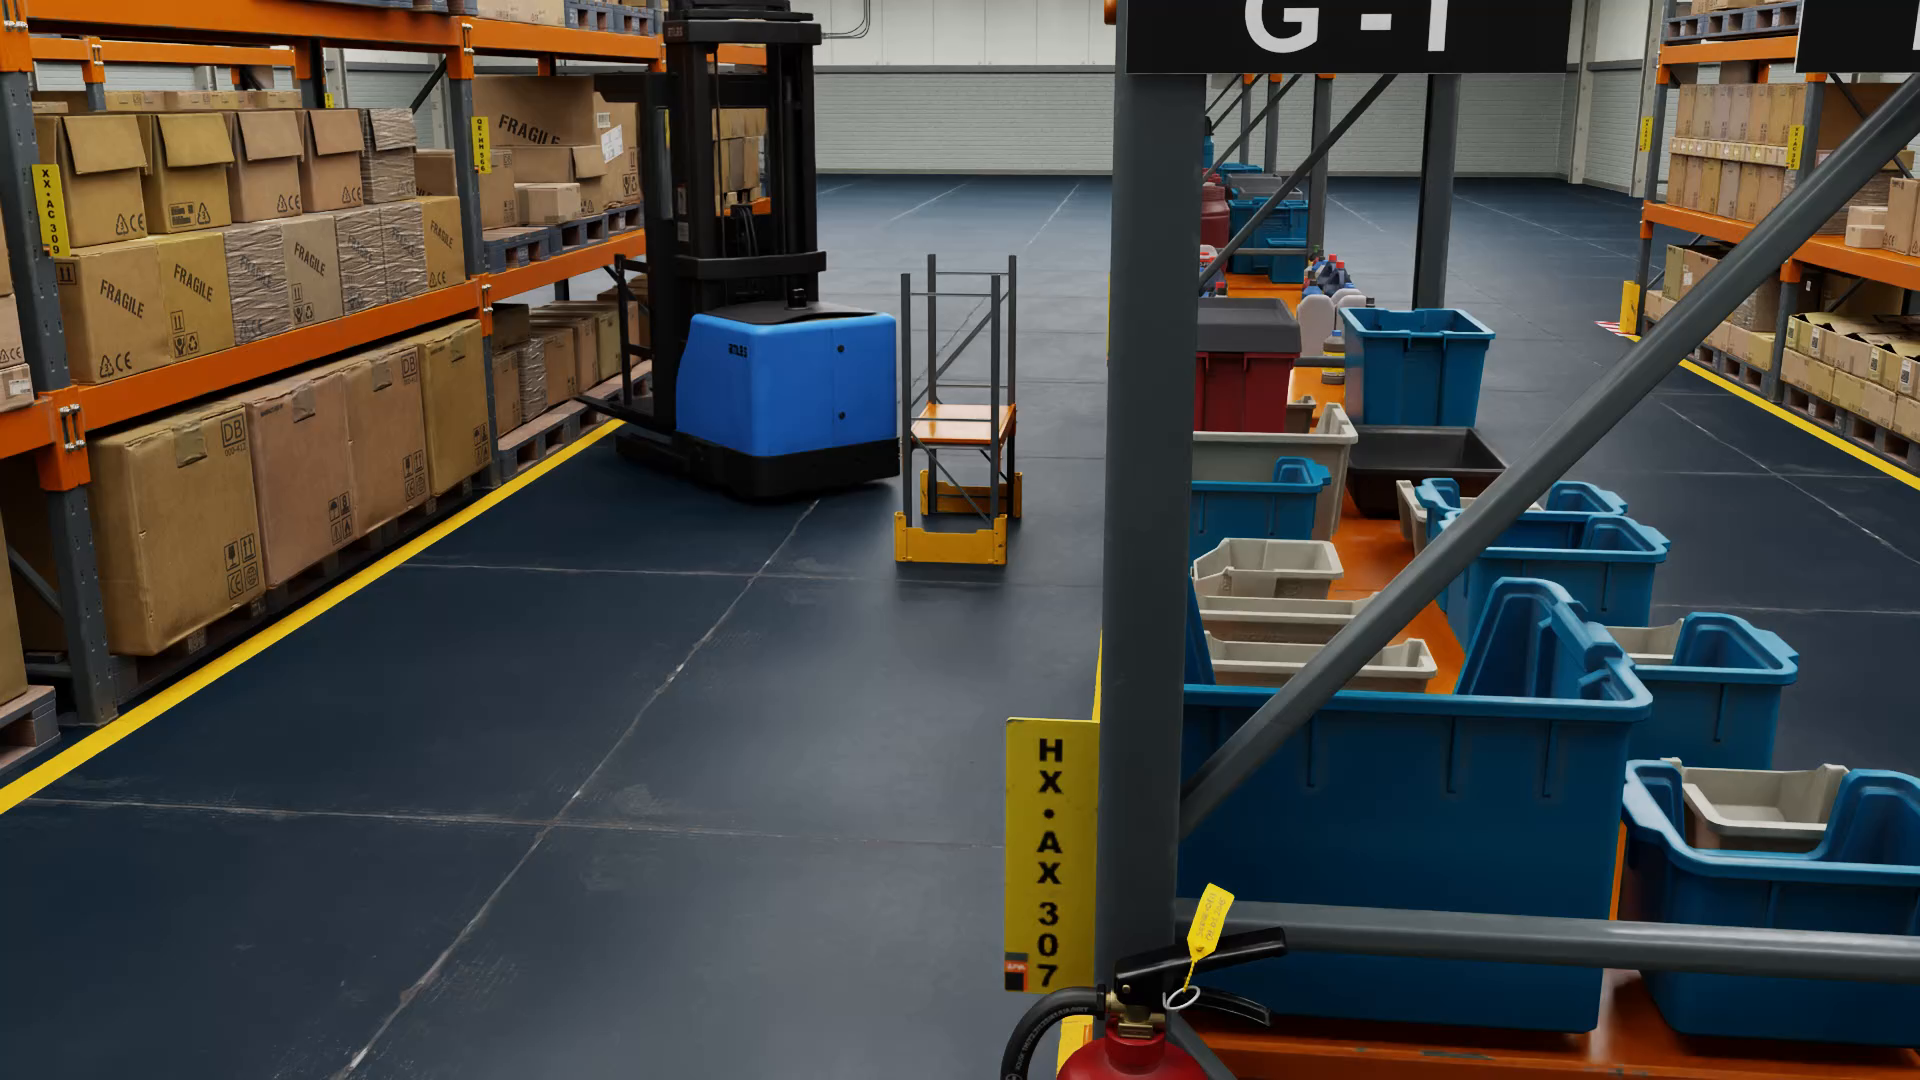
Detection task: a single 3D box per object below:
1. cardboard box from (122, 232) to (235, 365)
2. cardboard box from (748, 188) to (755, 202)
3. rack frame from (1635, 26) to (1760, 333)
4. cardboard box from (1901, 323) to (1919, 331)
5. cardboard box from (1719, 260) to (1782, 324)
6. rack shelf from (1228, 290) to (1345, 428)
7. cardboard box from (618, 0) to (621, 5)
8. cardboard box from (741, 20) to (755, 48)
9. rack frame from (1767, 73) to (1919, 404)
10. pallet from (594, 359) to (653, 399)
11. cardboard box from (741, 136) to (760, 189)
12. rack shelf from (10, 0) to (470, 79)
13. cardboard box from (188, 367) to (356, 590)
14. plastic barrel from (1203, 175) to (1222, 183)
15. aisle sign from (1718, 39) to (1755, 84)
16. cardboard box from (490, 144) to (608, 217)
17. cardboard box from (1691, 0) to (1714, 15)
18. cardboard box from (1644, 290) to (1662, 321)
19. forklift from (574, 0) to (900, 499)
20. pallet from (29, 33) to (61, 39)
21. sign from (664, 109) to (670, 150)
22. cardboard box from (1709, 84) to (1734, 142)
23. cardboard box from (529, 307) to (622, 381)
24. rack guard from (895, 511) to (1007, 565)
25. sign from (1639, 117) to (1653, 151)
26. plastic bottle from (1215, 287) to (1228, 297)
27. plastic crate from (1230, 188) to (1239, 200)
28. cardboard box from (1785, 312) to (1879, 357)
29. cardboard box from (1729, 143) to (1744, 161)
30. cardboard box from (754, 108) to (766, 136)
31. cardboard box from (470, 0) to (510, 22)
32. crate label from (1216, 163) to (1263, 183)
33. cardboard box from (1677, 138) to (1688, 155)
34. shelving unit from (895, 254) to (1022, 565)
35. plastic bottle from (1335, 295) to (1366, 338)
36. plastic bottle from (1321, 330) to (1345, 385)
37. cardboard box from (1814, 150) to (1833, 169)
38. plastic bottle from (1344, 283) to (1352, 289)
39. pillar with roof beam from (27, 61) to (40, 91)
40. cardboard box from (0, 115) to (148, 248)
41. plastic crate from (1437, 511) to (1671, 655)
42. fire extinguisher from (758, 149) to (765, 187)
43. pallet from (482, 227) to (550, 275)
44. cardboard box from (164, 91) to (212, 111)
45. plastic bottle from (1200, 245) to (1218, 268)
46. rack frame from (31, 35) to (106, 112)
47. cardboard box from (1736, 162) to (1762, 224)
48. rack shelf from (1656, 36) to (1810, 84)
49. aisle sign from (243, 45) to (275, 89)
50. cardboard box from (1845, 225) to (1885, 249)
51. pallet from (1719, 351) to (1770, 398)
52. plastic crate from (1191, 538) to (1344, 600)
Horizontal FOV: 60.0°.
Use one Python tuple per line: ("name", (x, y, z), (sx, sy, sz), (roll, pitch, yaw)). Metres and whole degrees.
("cardboard box", (-3.466, -1.035, 7.050), (0.500, 0.500, 0.500), (2, 15, 6))
("cardboard box", (-2.301, -3.524, 16.928), (0.380, 0.149, 0.250), (2, 15, 6))
("rack frame", (7.375, -3.563, 16.594), (1.000, 3.000, 0.127), (2, 15, 6))
("cardboard box", (7.110, -1.424, 12.069), (0.500, 0.311, 0.500), (2, 15, 8))
("cardboard box", (6.879, -2.149, 14.390), (0.500, 0.500, 0.500), (2, 15, 6))
("rack shelf", (1.325, -0.769, 7.639), (1.077, 0.370, 4.000), (2, 15, 6))
("cardboard box", (-3.049, -4.546, 14.006), (0.380, 0.149, 0.250), (2, 15, 7))
("cardboard box", (-2.323, -4.970, 16.335), (0.500, 0.250, 0.500), (2, 15, 7))
("rack frame", (6.923, -2.526, 12.757), (1.000, 3.000, 0.127), (2, 15, 6))
("pallet", (-3.006, -1.271, 13.457), (1.003, 0.211, 1.213), (2, 15, 6))
("cardboard box", (-2.494, -3.773, 16.607), (0.875, 0.500, 0.500), (2, 15, 6))
("rack shelf", (-3.596, -2.363, 7.787), (1.077, 0.370, 4.000), (2, 15, 6))
("cardboard box", (-3.670, -0.319, 7.862), (1.225, 0.875, 0.875), (1, 15, 4))
("plastic barrel", (1.545, -2.194, 11.270), (0.433, 0.535, 0.433), (0, 15, 0))
("aisle sign", (7.674, -4.827, 16.286), (0.394, 0.787, 0.004), (2, 15, 6))
("cardboard box", (-3.023, -2.619, 12.099), (0.797, 0.503, 0.637), (3, 15, 12))
("cardboard box", (7.306, -5.183, 15.565), (0.797, 0.503, 0.637), (3, 15, 10))
("cardboard box", (7.093, -2.306, 16.408), (0.500, 0.250, 0.500), (2, 15, 6))
("forklift", (-1.661, -1.987, 10.897), (1.130, 2.935, 3.031), (-11, 19, -35))
("pallet", (-7.891, -4.107, 13.226), (0.805, 0.209, 1.217), (1, 15, 4))
("sign", (-2.367, -3.362, 13.632), (0.100, 0.325, 0.005), (2, 15, 6))
("cardboard box", (7.193, -3.836, 14.926), (0.700, 0.500, 0.500), (2, 15, 6))
("cardboard box", (-3.082, -1.543, 13.067), (0.700, 0.500, 0.500), (2, 15, 6))
("rack guard", (-0.048, -0.011, 8.725), (0.587, 0.250, 0.087), (2, 15, 6))
("sign", (6.824, -4.037, 16.537), (0.100, 0.325, 0.005), (2, 15, 6))
("plastic bottle", (1.021, -0.818, 6.535), (0.144, 0.351, 0.185), (2, 15, 6))
("plastic crate", (2.187, -2.370, 12.211), (0.392, 0.384, 0.575), (2, 15, 6))
("cardboard box", (6.629, -1.572, 12.619), (0.500, 0.311, 0.500), (2, 15, 6))
("cardboard box", (6.913, -3.362, 14.417), (0.380, 0.149, 0.250), (2, 15, 8))
("cardboard box", (-2.284, -4.381, 16.940), (0.500, 0.500, 0.500), (2, 15, 6))
("cardboard box", (-3.065, -3.271, 10.054), (0.500, 0.250, 0.500), (2, 15, 7))
("crate label", (2.514, -3.242, 15.338), (0.502, 0.435, 0.616), (2, 15, 6))
("cardboard box", (7.089, -3.761, 15.890), (0.380, 0.149, 0.250), (1, 15, 5))
("shelving unit", (0.009, -0.744, 9.039), (0.587, 1.500, 1.083), (2, 15, 6))
("plastic bottle", (1.635, -0.887, 6.934), (0.152, 0.276, 0.135), (2, 15, 6))
("plastic bottle", (1.445, -0.705, 6.402), (0.097, 0.201, 0.097), (0, 15, 0))
("cardboard box", (6.741, -2.964, 12.944), (0.380, 0.149, 0.250), (2, 15, 6))
("plastic bottle", (1.712, -1.000, 7.359), (0.097, 0.271, 0.097), (0, 15, 0))
("pillar with roof beam", (-12.590, -10.021, 28.981), (9.100, 9.000, 0.400), (2, 15, 6))
("cardboard box", (-3.758, -1.442, 6.636), (0.797, 0.503, 0.637), (1, 15, 5))
("plastic crate", (1.152, 0.095, 3.268), (0.416, 0.233, 0.300), (2, 15, 6))
("fire extinguisher", (-1.997, -3.835, 17.746), (0.296, 0.674, 0.183), (2, 15, 6))
("pallet", (-3.396, -1.877, 10.723), (1.213, 0.211, 1.003), (2, 15, 6))
("cardboard box", (-7.616, -3.961, 15.710), (0.875, 0.550, 0.550), (2, 15, 6))
("plastic bottle", (1.332, -1.468, 9.084), (0.152, 0.276, 0.135), (2, 15, 6))
("rack frame", (-7.836, -2.991, 14.477), (1.000, 3.000, 0.127), (2, 15, 6))
("cardboard box", (7.081, -2.957, 14.158), (0.700, 0.500, 0.500), (2, 15, 7))
("rack shelf", (7.149, -4.145, 14.378), (1.077, 0.370, 4.000), (2, 15, 6))
("aisle sign", (-7.675, -5.311, 18.075), (0.394, 0.787, 0.004), (2, 15, 6))
("cardboard box", (6.620, -2.181, 11.962), (0.380, 0.149, 0.250), (2, 15, 6))
("pallet", (7.055, -1.385, 13.879), (1.003, 0.211, 1.213), (2, 15, 6))
("plastic crate", (0.629, 0.096, 3.451), (0.298, 0.136, 0.250), (2, 15, 6))
